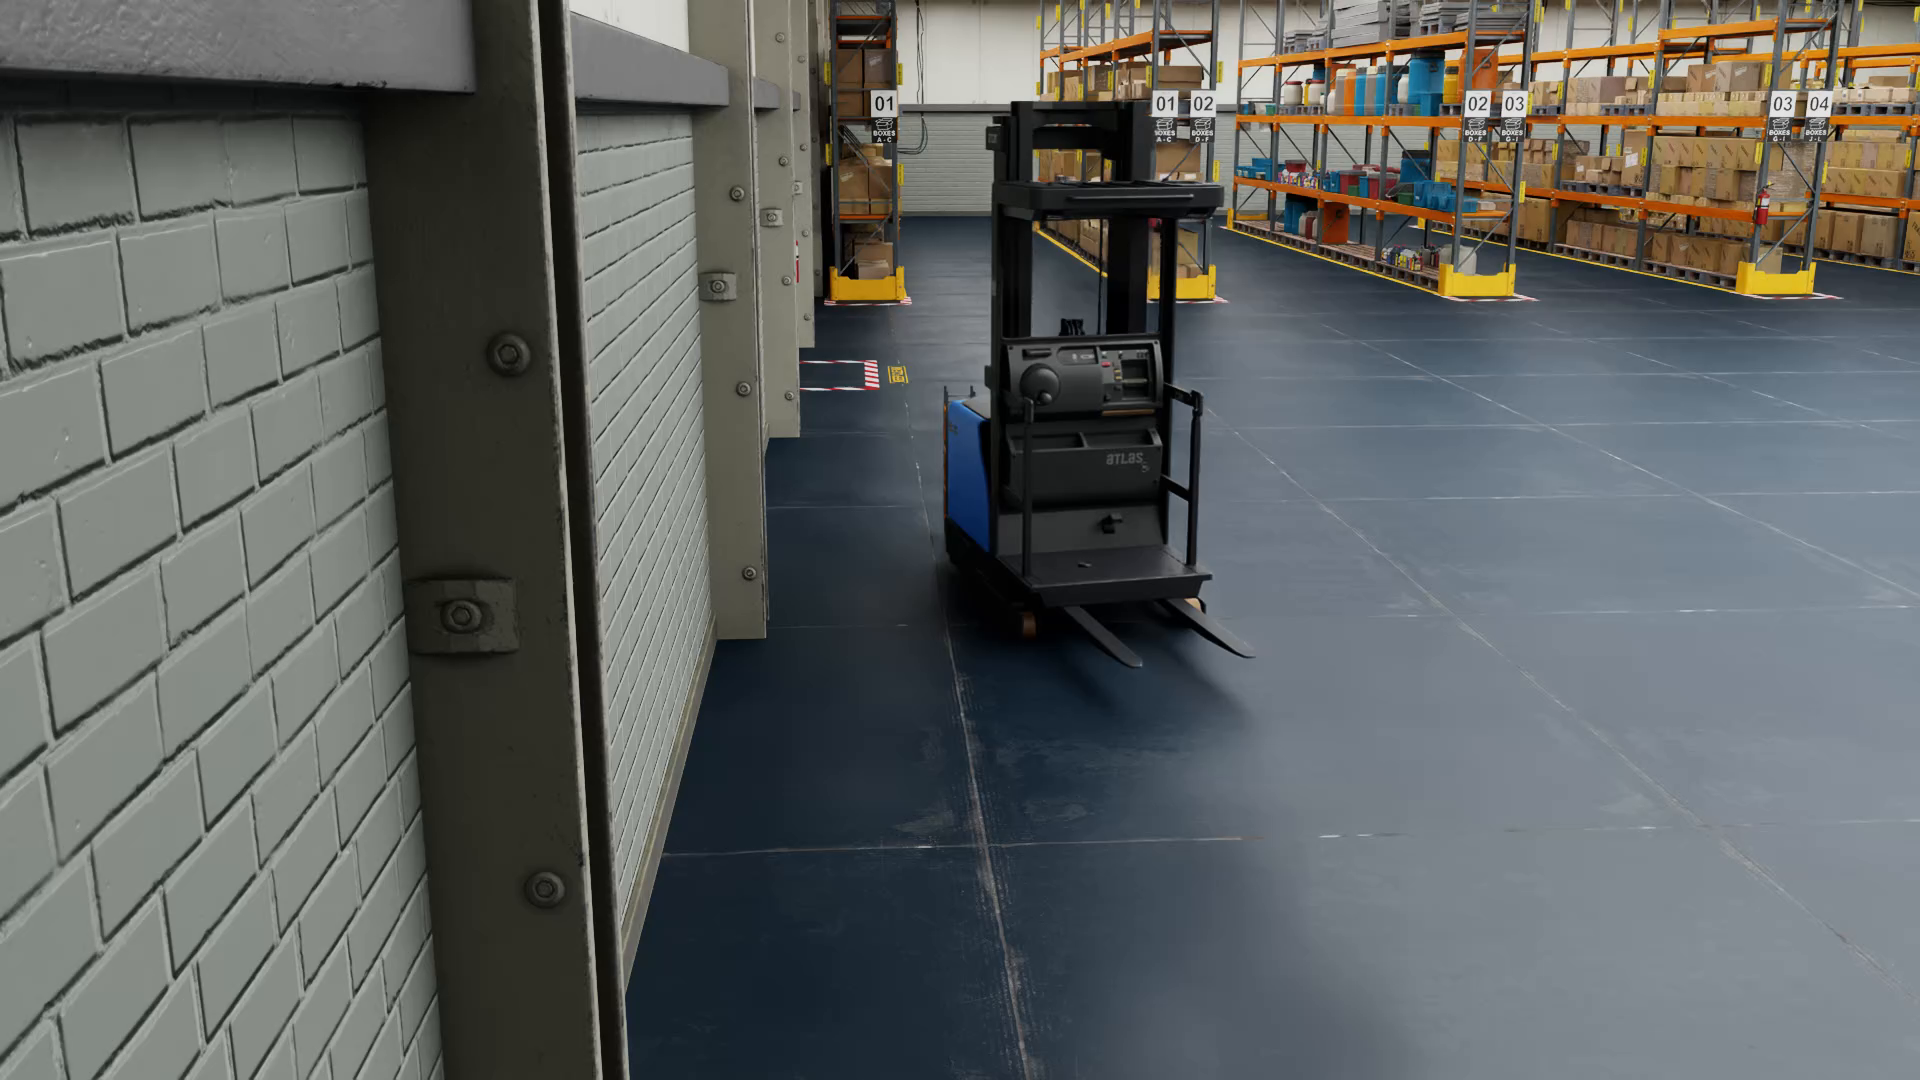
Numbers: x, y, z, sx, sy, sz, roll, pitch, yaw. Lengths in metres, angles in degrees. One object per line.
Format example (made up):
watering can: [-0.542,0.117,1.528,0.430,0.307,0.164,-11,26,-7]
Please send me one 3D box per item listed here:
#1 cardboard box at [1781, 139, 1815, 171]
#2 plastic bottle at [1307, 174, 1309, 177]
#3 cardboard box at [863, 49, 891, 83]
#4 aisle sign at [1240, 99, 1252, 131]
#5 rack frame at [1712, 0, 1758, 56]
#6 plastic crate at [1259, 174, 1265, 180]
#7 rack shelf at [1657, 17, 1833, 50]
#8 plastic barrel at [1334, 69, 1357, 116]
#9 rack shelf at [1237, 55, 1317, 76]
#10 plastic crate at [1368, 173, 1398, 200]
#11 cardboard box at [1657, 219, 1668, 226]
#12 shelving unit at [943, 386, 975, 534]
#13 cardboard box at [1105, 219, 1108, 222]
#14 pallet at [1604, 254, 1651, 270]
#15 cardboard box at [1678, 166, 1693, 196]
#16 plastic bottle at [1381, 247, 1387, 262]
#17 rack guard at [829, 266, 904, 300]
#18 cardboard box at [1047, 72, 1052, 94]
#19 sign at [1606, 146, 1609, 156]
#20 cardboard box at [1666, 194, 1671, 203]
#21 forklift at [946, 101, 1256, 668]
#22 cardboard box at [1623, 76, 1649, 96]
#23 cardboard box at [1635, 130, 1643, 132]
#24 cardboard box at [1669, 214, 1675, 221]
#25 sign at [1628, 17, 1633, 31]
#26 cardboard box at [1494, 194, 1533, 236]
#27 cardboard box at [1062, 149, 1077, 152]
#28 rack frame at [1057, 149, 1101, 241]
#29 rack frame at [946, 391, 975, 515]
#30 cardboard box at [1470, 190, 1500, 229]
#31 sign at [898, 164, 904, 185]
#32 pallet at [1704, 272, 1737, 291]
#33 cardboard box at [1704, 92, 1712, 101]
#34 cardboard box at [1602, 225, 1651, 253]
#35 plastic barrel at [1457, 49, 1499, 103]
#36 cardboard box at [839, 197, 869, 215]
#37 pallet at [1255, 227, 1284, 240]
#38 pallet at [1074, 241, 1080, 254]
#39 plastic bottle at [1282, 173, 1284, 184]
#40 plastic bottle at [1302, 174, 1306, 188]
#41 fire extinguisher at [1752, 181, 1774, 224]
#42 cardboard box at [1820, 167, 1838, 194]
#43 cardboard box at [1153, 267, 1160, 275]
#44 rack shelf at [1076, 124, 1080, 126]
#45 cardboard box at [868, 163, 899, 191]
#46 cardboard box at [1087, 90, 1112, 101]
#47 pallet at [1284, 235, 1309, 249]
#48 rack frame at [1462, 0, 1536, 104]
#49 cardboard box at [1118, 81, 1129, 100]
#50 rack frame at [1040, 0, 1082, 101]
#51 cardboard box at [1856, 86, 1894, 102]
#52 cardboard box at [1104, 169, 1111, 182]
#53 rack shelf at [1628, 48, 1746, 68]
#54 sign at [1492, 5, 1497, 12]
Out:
cardboard box: [13.599,-6.309,27.221,0.500,0.500,0.500,-1,14,-3]
plastic bottle: [7.532,-7.774,35.955,0.061,0.283,0.133,-1,14,-3]
cardboard box: [-1.252,-7.356,25.829,0.500,0.500,0.500,-2,15,-7]
aisle sign: [7.125,-10.666,41.743,0.394,0.787,0.004,-1,14,-3]
rack frame: [17.574,-11.432,37.899,1.000,3.000,0.127,-1,14,-3]
plastic crate: [7.336,-8.569,39.242,0.437,0.125,0.590,-1,14,-3]
rack shelf: [13.237,-8.544,28.123,1.077,0.370,4.000,-1,14,-3]
plastic barrel: [7.756,-8.892,33.040,0.600,0.901,0.600,0,14,0]
rack shelf: [7.550,-11.259,39.474,1.077,0.370,4.000,-1,14,-3]
plastic crate: [7.834,-6.556,30.858,0.402,0.464,0.583,-1,14,-3]
cardboard box: [17.145,-7.699,40.308,0.380,0.149,0.250,-1,14,-4]
shelving unit: [-0.003,-0.522,11.447,0.215,1.050,0.252,-1,14,-3]
cardboard box: [3.235,-6.449,34.703,0.500,0.500,0.500,0,14,-1]
pallet: [13.063,-5.329,31.814,1.003,0.211,1.213,-1,14,-3]
cardboard box: [13.206,-6.318,29.263,0.875,0.500,0.500,-1,14,-3]
plastic bottle: [7.752,-5.215,30.367,0.097,0.271,0.097,0,14,0]
rack guard: [-1.475,-4.070,26.341,1.175,0.500,0.348,-1,14,-3]
cardboard box: [2.477,-11.050,40.227,0.700,0.500,0.500,-1,14,-3]
sign: [13.406,-8.014,34.487,0.100,0.325,0.005,-1,14,-3]
cardboard box: [12.897,-6.120,29.796,0.380,0.149,0.250,-1,14,-3]
forklift: [0.780,-0.964,9.391,1.130,2.935,3.031,-4,15,-14]
cardboard box: [13.202,-8.858,32.711,0.500,0.500,0.500,-1,14,-2]
cardboard box: [17.127,-9.957,41.401,0.500,0.500,0.500,0,14,-2]
cardboard box: [17.174,-7.700,39.716,0.380,0.149,0.250,-1,14,-5]
sign: [16.785,-12.909,41.606,0.100,0.325,0.005,-1,14,-3]
cardboard box: [12.733,-7.269,37.178,1.225,0.875,0.875,-1,14,-5]
cardboard box: [2.440,-8.978,38.192,0.500,0.500,0.500,-1,14,-3]
rack frame: [2.730,-8.323,37.856,1.000,3.000,0.127,-1,14,-3]
rack frame: [0.004,-0.491,11.329,0.200,1.050,0.008,-1,14,-3]
cardboard box: [12.656,-7.815,39.302,0.875,0.875,0.875,-1,14,-3]
sign: [-0.929,-5.689,25.880,0.100,0.325,0.005,-1,14,-3]
pallet: [13.341,-4.362,28.055,1.003,0.211,1.213,-1,14,-3]
cardboard box: [12.994,-7.586,28.471,0.380,0.149,0.250,-1,14,-2]
cardboard box: [13.051,-5.899,32.568,0.700,0.500,0.500,-2,15,-8]
plastic barrel: [8.260,-7.397,26.533,0.600,0.830,0.708,-1,14,-3]
cardboard box: [-1.693,-5.312,26.412,0.500,0.250,0.500,-1,14,-3]
pallet: [7.590,-7.231,39.205,1.003,0.211,1.213,-1,14,-3]
pallet: [2.969,-6.164,35.061,1.003,0.211,1.213,-1,14,-3]
plastic bottle: [7.310,-8.153,37.452,0.097,0.271,0.097,0,14,0]
plastic bottle: [7.400,-7.726,35.768,0.061,0.283,0.133,-1,14,-3]
fire extinguisher: [12.908,-5.418,26.719,0.296,0.674,0.183,-1,14,-3]
cardboard box: [17.645,-7.213,33.338,0.500,0.500,0.500,-1,14,-3]
cardboard box: [3.145,-4.339,27.047,0.500,0.250,0.500,-1,14,-3]
rack shelf: [2.606,-9.925,39.505,1.077,0.370,4.000,-1,14,-3]
cardboard box: [-1.247,-5.937,27.336,0.500,0.500,0.500,-1,14,-5]
cardboard box: [2.917,-8.938,34.023,0.910,0.500,0.500,-1,14,-3]
pallet: [7.759,-6.552,36.566,1.003,0.211,1.213,-1,14,-3]
rack frame: [8.417,-8.320,25.802,1.000,3.000,0.127,-1,14,-3]
cardboard box: [3.027,-7.751,28.666,0.500,0.311,0.500,-2,15,-7]
rack frame: [2.482,-12.223,40.974,1.000,3.000,0.127,-1,14,-3]
cardboard box: [17.742,-8.631,32.167,0.500,0.311,0.500,-1,14,-5]
cardboard box: [3.098,-6.960,32.356,0.500,0.500,0.500,-2,15,-6]
rack shelf: [17.450,-11.579,39.922,1.077,0.370,4.000,-1,14,-3]
sign: [12.062,-11.907,37.553,0.100,0.325,0.005,-1,14,-3]
